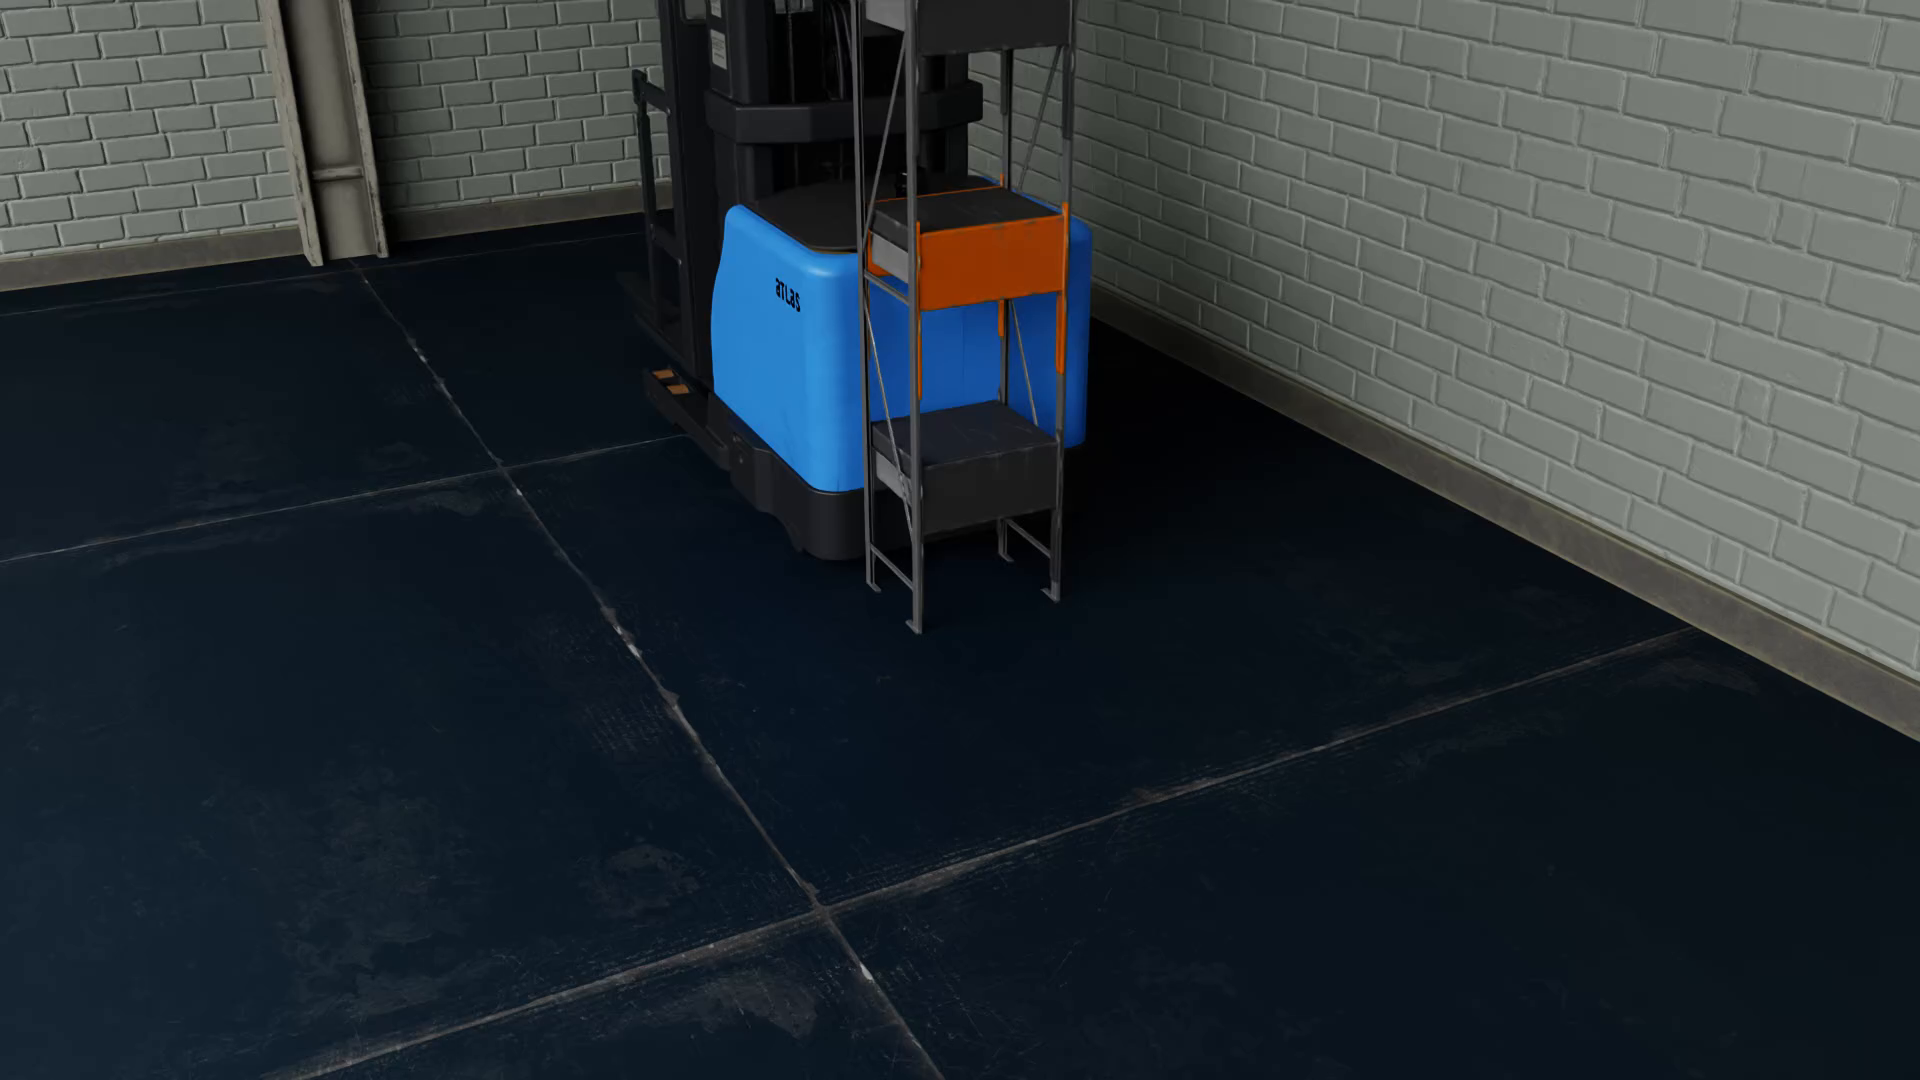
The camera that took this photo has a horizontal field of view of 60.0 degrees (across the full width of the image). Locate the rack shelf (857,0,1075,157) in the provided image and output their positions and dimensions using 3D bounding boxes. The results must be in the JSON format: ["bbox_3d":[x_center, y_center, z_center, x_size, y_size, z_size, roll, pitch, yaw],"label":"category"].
[{"bbox_3d":[0.007,-1.396,4.645,0.480,0.518,0.431,-12,28,-24],"label":"rack shelf"}]

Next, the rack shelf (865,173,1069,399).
[{"bbox_3d":[0.007,-0.765,4.948,0.480,0.518,0.431,-12,28,-24],"label":"rack shelf"}]

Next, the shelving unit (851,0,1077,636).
[{"bbox_3d":[0.007,-0.777,4.942,0.503,2.100,0.431,-12,28,-24],"label":"shelving unit"}]

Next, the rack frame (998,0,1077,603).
[{"bbox_3d":[0.225,-0.824,5.040,0.015,2.100,0.400,-12,28,-24],"label":"rack frame"}]

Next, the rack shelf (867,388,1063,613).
[{"bbox_3d":[0.007,-0.134,5.251,0.480,0.518,0.431,-12,28,-24],"label":"rack shelf"}]

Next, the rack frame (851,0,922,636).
[{"bbox_3d":[-0.212,-0.730,4.845,0.015,2.100,0.400,-12,28,-24],"label":"rack frame"}]

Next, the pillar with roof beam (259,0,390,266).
[{"bbox_3d":[-1.276,-3.949,3.579,0.400,9.000,9.100,-13,29,-25],"label":"pillar with roof beam"}]

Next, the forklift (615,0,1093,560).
[{"bbox_3d":[-0.654,-1.861,6.239,1.130,2.935,3.031,-12,28,-24],"label":"forklift"}]
